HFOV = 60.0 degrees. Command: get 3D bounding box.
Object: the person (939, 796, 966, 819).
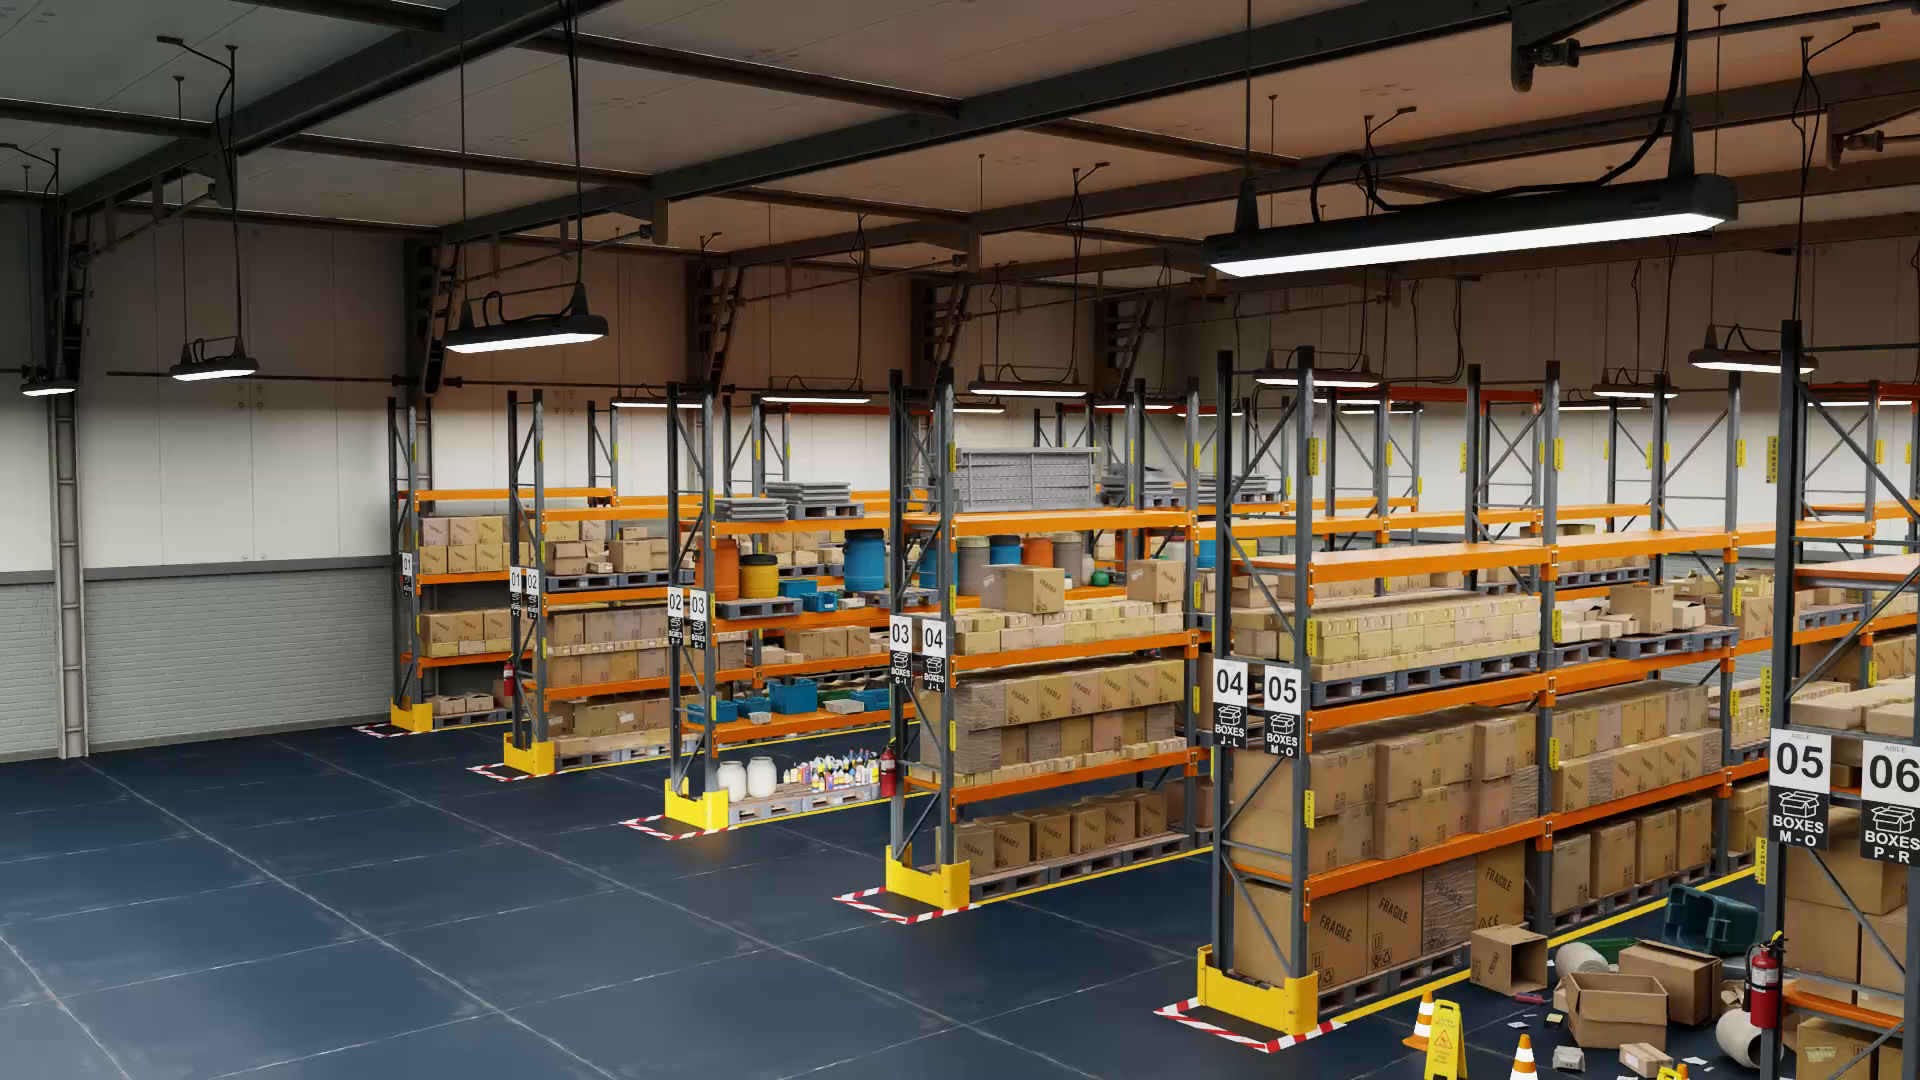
[{"bbox_3d":[-0.170,3.099,22.233,0.603,1.407,0.840,1,4,20],"label":"person"}]
